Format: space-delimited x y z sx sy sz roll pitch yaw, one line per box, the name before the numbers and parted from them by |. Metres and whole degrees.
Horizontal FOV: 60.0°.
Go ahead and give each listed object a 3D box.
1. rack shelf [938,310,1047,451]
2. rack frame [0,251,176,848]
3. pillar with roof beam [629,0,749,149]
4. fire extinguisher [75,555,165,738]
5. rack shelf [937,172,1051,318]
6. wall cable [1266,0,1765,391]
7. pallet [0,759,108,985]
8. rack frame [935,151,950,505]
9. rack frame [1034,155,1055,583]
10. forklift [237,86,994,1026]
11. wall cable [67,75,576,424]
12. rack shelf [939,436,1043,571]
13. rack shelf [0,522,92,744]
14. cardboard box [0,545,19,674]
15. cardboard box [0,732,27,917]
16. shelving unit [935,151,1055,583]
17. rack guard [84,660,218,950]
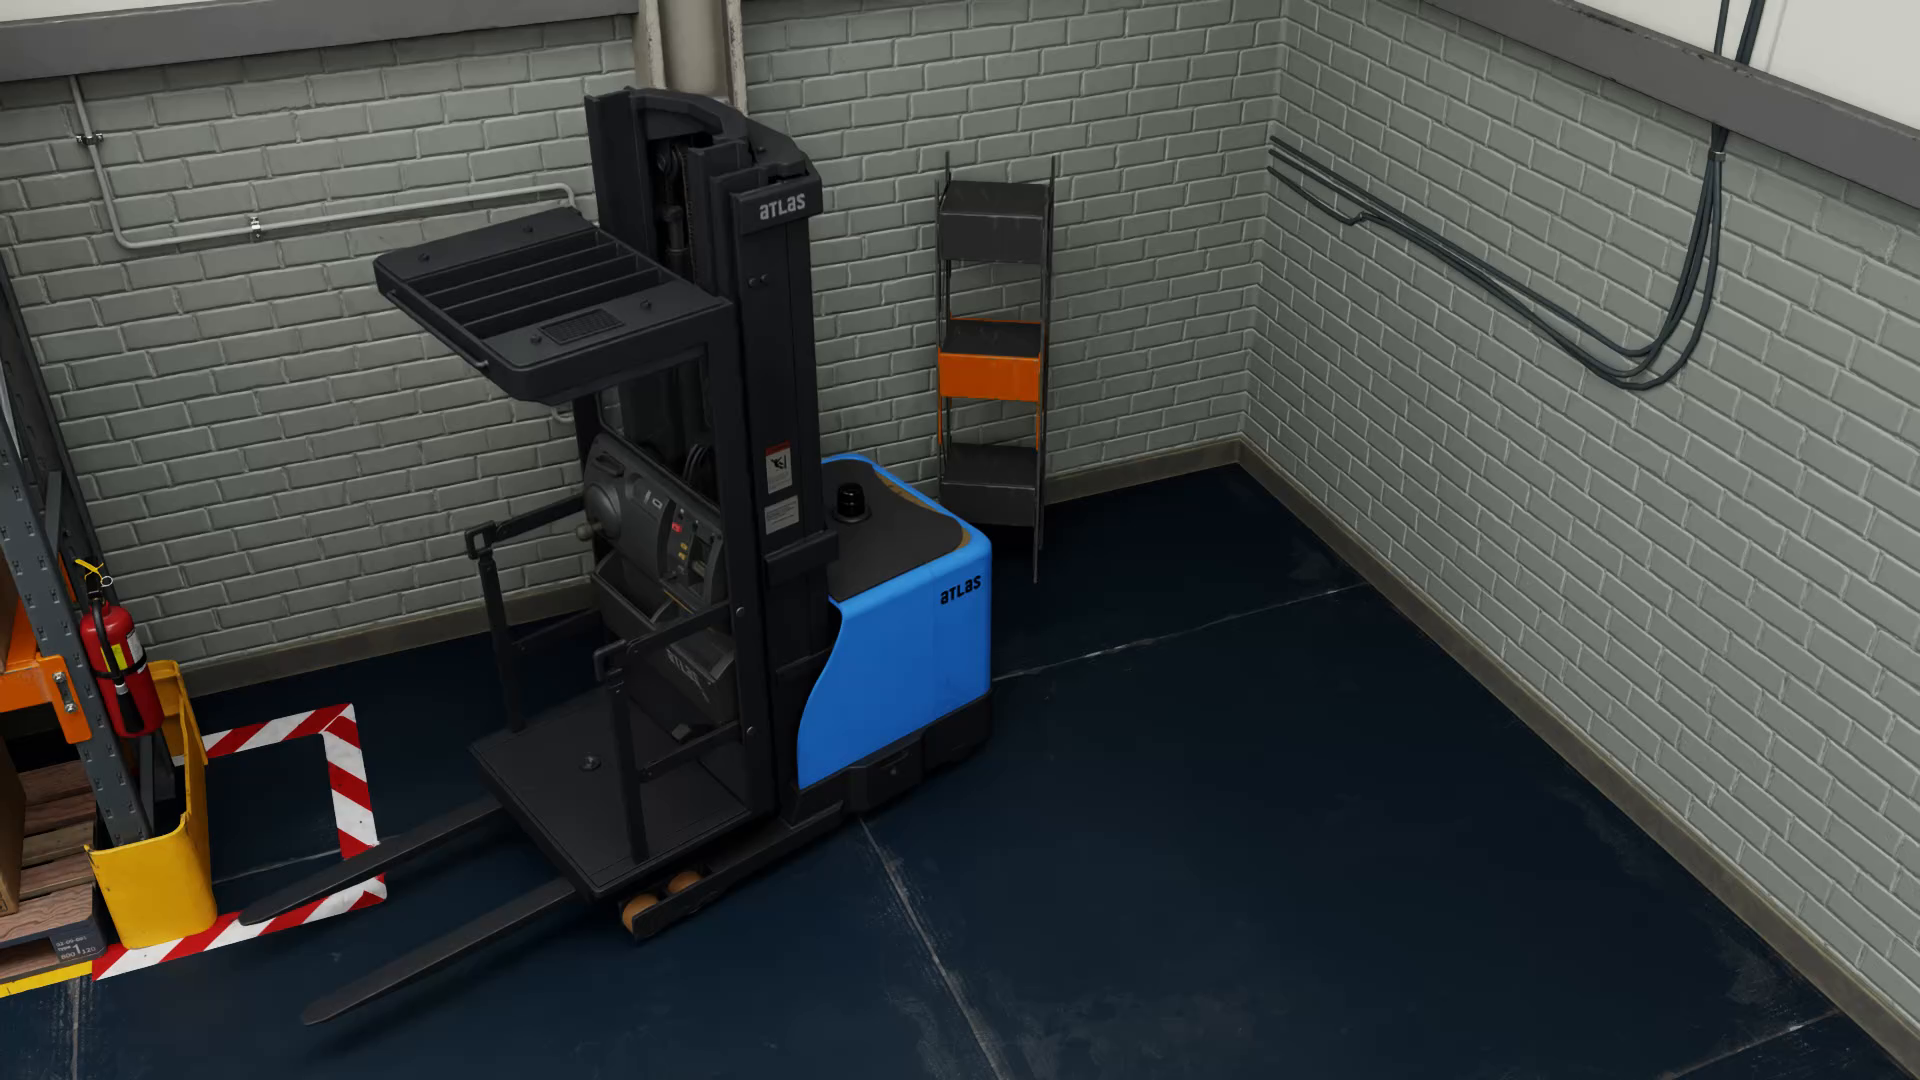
rack shelf | 0.162 -0.774 8.039 0.480 0.518 0.431 4 33 6
rack frame | -3.281 -0.007 6.010 0.127 3.000 1.000 -13 35 -19
pillar with roof beam | 0.541 -1.362 2.592 0.400 9.000 9.100 -13 35 -19
fire extinguisher | -2.963 0.382 5.825 0.183 0.674 0.296 -13 35 -19
rack shelf | 0.162 -1.361 7.657 0.480 0.518 0.431 4 33 6
wall cable | 2.073 -2.234 6.780 0.112 2.526 3.097 -13 35 -19
pallet | -3.988 1.370 6.451 1.213 0.211 1.003 -13 35 -19
rack frame | -0.080 -0.802 8.057 0.015 2.100 0.400 4 33 6
rack frame | 0.404 -0.769 8.007 0.015 2.100 0.400 4 33 6
forklift | -1.311 -0.025 6.101 3.031 2.935 1.130 -24 40 -32
wall cable | -2.466 -1.179 6.880 1.851 1.984 0.084 -13 35 -19
rack shelf | 0.162 -0.187 8.421 0.480 0.518 0.431 4 33 6
rack shelf | -5.125 0.717 5.557 4.000 0.370 1.077 -13 35 -19
cardboard box | -3.747 -0.020 5.755 0.700 0.700 0.980 -11 35 -17
cardboard box | -3.887 1.063 6.273 0.500 0.500 0.700 -13 35 -19
shelving unit | 0.162 -0.785 8.032 0.503 2.100 0.431 4 33 6
rack guard | -3.258 1.036 6.700 0.348 0.500 1.175 -13 35 -19
